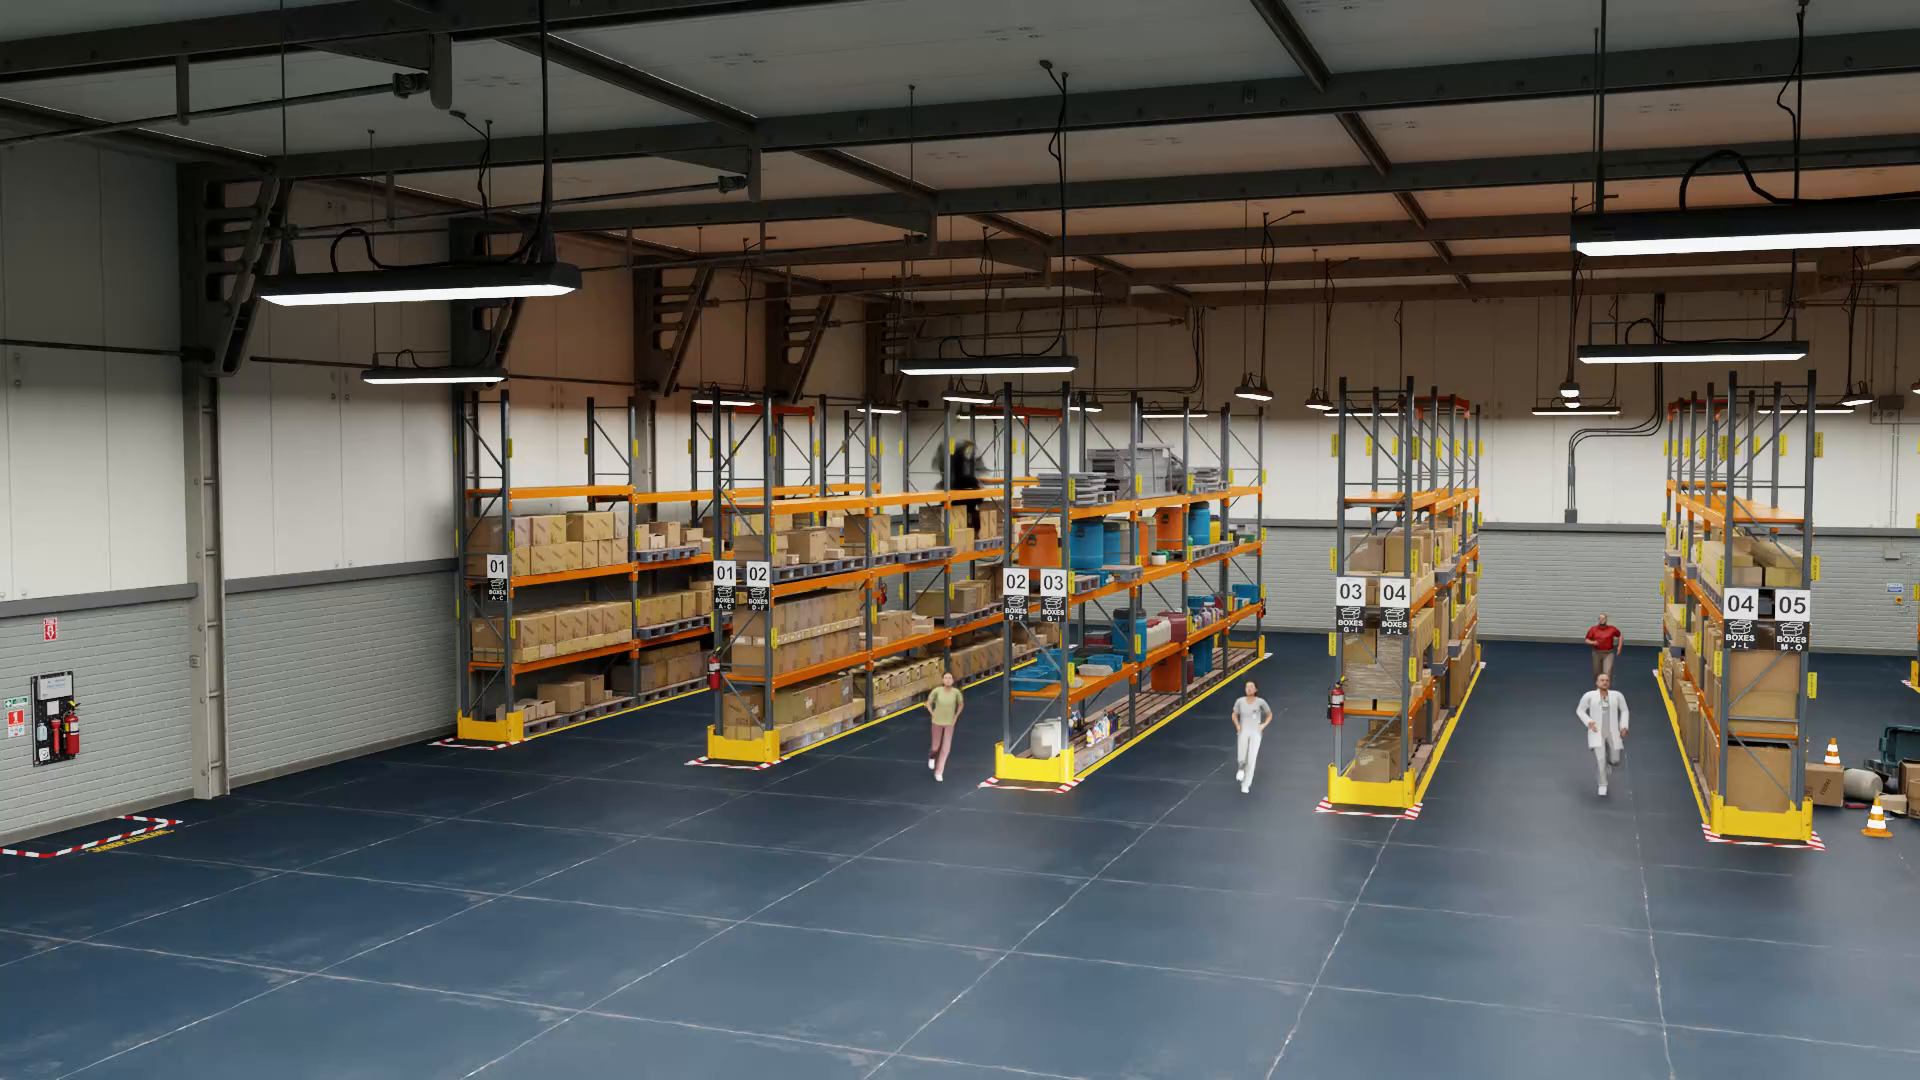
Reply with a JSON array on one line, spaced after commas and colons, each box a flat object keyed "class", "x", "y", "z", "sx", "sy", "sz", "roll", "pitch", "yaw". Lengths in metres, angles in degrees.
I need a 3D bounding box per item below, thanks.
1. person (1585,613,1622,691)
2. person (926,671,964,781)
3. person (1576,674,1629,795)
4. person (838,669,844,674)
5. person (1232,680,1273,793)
[{"class": "person", "x": 12.740, "y": 2.330, "z": 32.945, "sx": 0.669, "sy": 1.746, "sz": 0.969, "roll": 2, "pitch": 4, "yaw": 26}, {"class": "person", "x": -0.228, "y": 2.804, "z": 25.348, "sx": 0.590, "sy": 1.641, "sz": 0.697, "roll": 0, "pitch": 3, "yaw": -6}, {"class": "person", "x": 9.398, "y": 2.826, "z": 24.318, "sx": 0.730, "sy": 1.699, "sz": 0.716, "roll": 0, "pitch": 3, "yaw": 8}, {"class": "person", "x": -2.475, "y": 2.347, "z": 34.295, "sx": 0.720, "sy": 1.546, "sz": 0.633, "roll": 1, "pitch": 3, "yaw": 18}, {"class": "person", "x": 4.269, "y": 2.864, "z": 24.368, "sx": 0.598, "sy": 1.613, "sz": 0.614, "roll": 1, "pitch": 3, "yaw": 17}]
